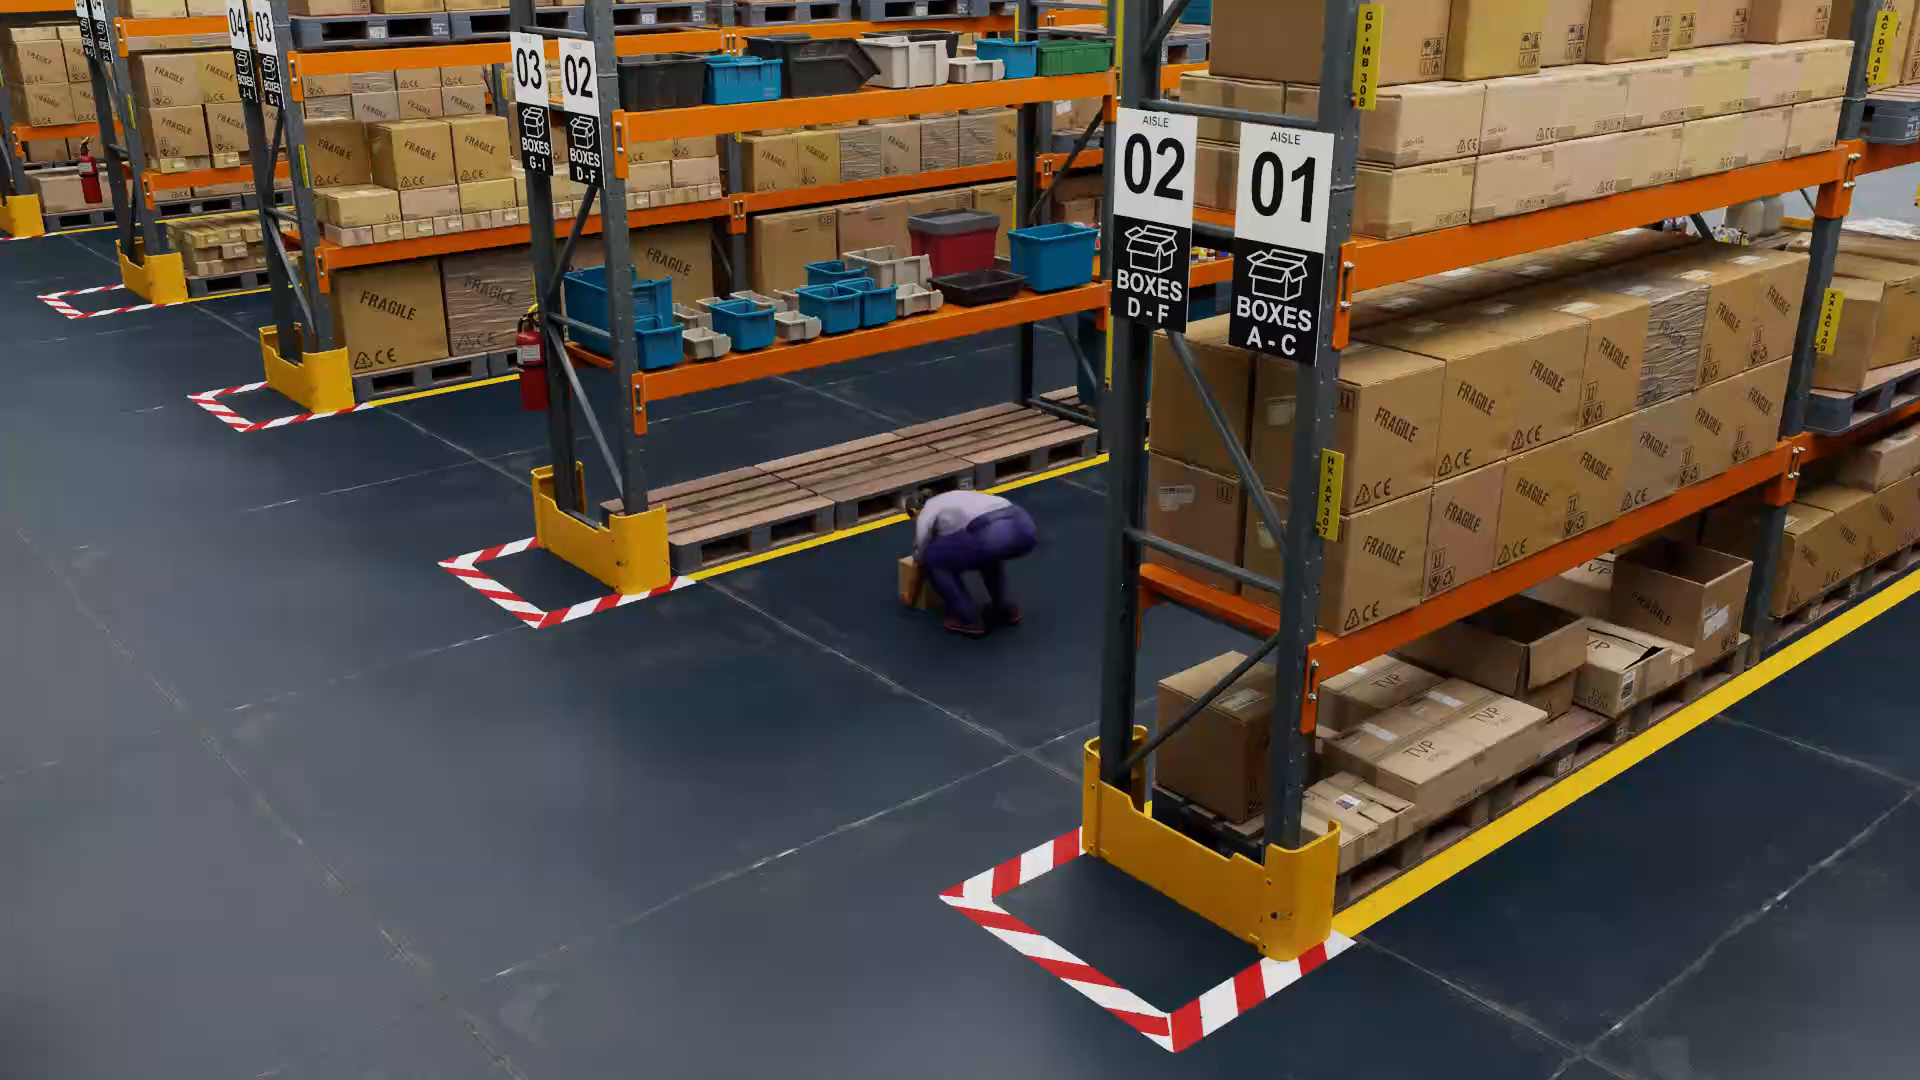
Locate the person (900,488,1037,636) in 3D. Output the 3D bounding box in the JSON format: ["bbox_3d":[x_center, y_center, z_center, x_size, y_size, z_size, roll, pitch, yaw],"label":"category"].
[{"bbox_3d":[0.020,0.094,9.597,0.524,0.783,0.905,-18,28,-39],"label":"person"}]
